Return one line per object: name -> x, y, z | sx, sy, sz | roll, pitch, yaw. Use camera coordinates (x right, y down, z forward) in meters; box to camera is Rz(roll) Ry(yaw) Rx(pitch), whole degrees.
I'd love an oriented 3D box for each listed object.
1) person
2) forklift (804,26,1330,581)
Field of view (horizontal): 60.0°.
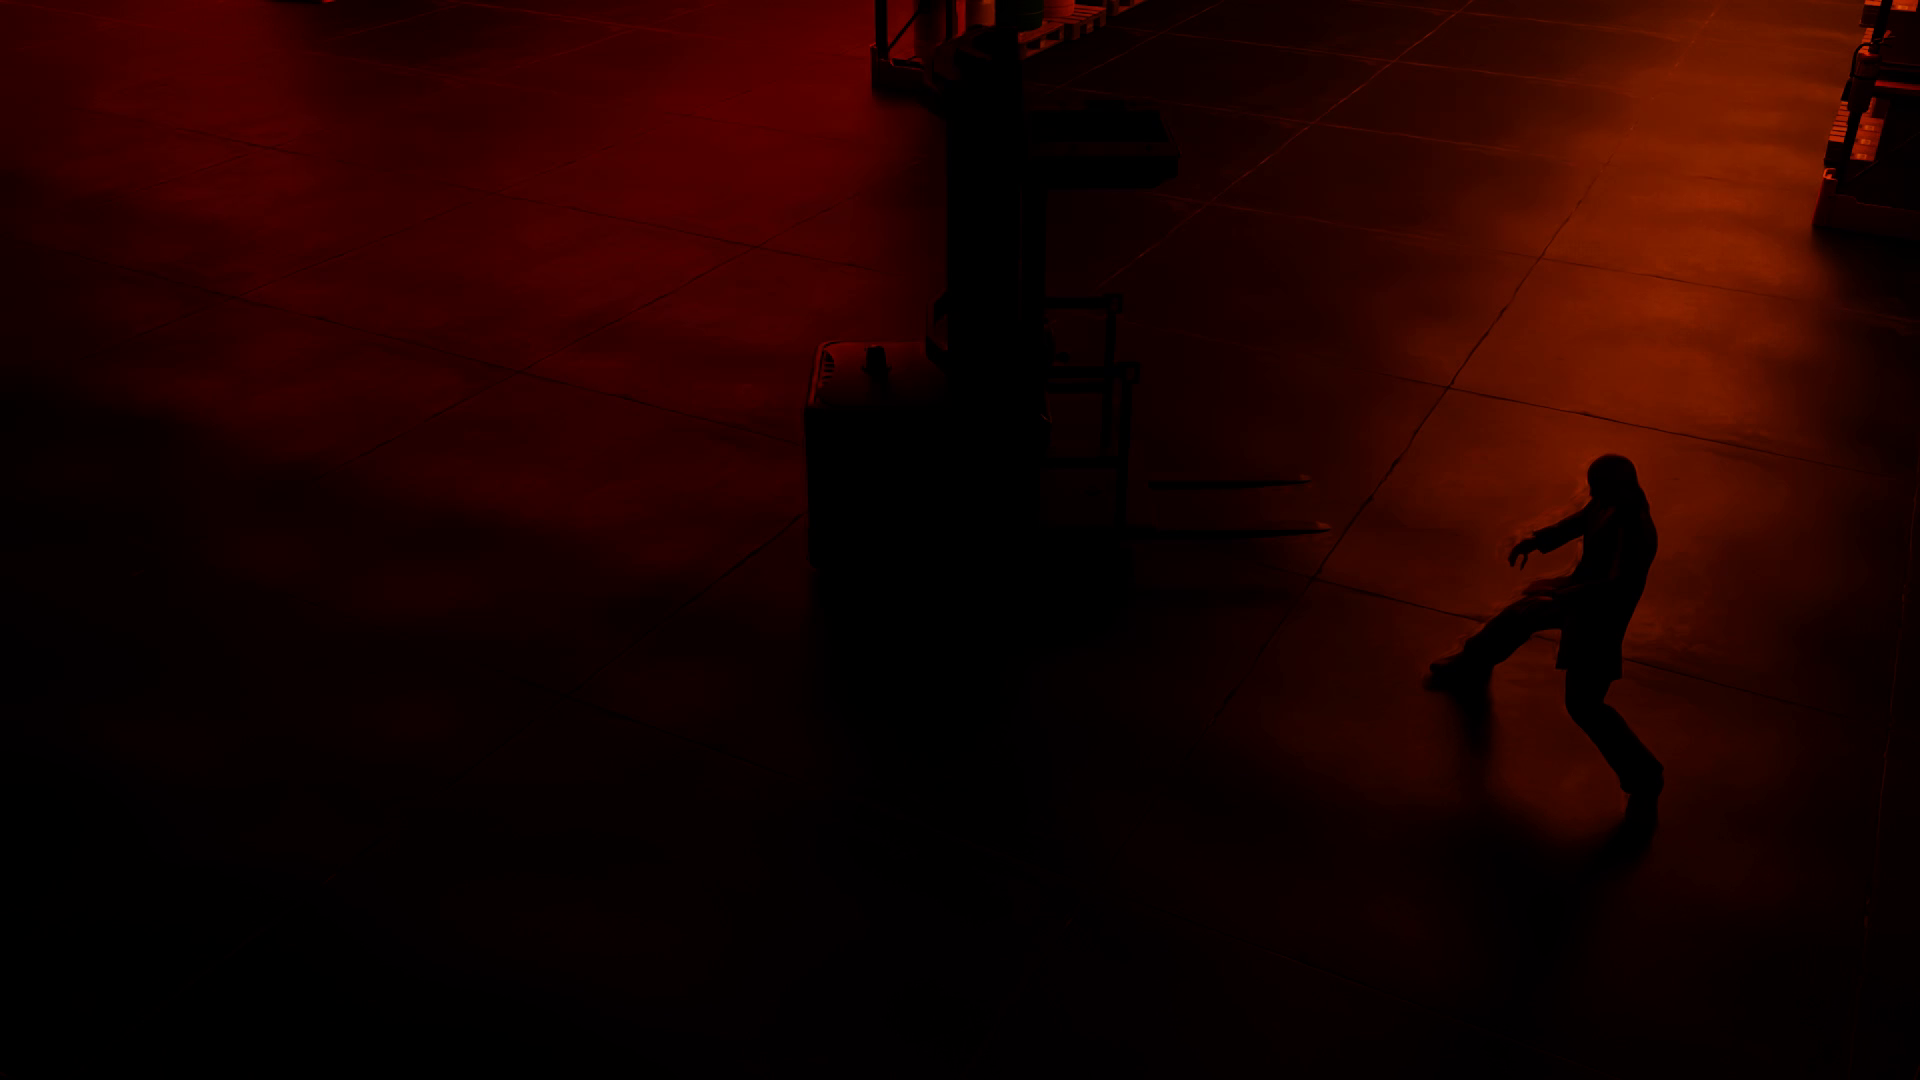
person -> 2.887, 0.320, 7.886 | 0.995, 1.575, 1.309 | 4, 30, 7
forklift -> 0.637, -1.298, 9.320 | 3.031, 2.935, 1.130 | 0, 30, 0
